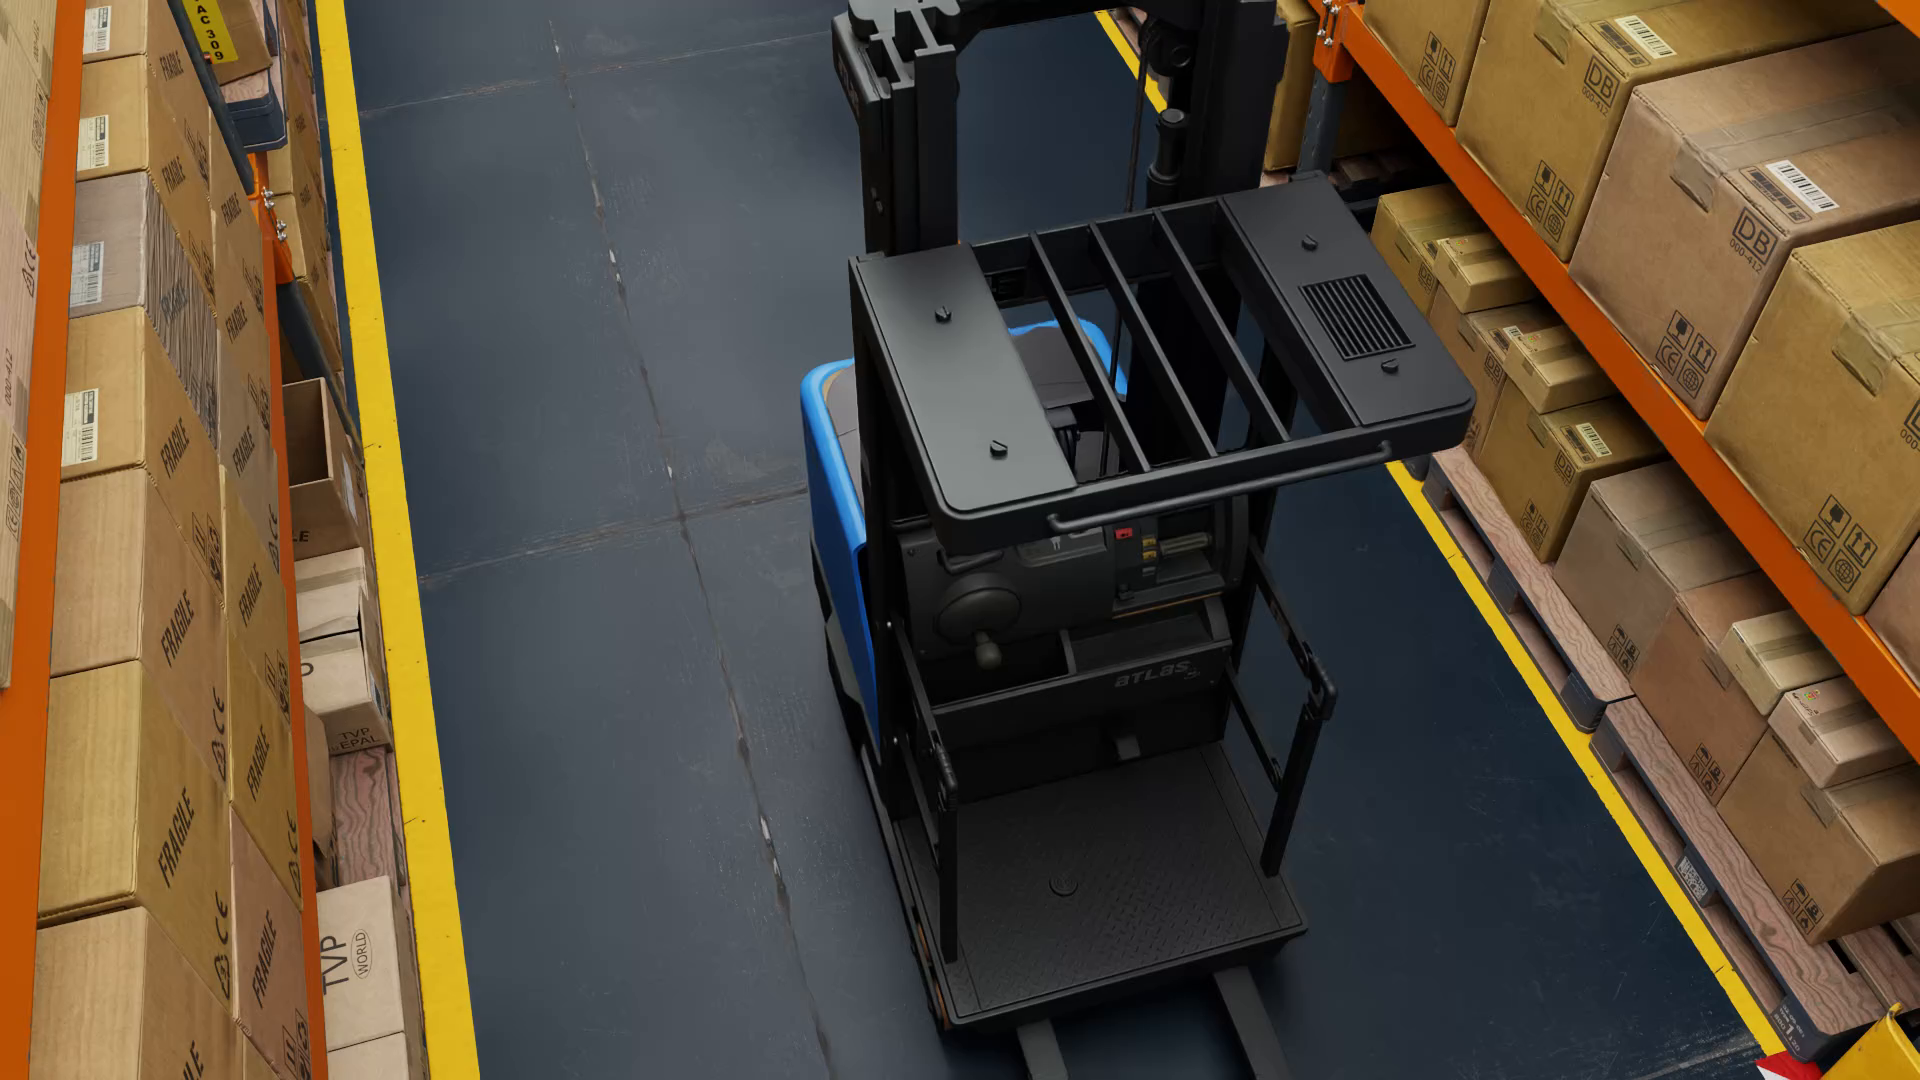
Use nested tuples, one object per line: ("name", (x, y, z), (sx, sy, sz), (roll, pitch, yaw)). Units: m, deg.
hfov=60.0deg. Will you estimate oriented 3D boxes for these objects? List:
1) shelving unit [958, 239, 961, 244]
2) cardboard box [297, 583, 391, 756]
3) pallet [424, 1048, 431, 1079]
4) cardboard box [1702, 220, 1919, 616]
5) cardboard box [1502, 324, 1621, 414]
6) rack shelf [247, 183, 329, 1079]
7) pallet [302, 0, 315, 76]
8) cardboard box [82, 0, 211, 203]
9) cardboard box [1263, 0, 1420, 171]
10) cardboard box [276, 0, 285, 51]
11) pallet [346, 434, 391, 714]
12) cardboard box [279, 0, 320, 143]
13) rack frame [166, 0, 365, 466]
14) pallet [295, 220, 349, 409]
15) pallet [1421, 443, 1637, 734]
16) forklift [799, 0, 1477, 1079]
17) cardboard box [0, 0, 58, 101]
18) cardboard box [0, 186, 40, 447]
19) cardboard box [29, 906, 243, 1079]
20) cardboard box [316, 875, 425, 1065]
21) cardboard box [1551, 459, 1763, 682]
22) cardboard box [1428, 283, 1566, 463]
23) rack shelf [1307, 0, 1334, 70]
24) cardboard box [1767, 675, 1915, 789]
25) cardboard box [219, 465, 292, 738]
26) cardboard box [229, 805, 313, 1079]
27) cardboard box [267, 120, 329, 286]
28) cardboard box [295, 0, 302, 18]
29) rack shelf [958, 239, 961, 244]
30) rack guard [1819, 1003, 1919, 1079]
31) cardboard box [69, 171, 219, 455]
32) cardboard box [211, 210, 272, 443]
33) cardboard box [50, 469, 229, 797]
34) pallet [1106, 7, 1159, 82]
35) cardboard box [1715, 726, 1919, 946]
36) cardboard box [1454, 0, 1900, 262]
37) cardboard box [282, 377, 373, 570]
("shelving unit", (-0.069, -0.584, 5.957), (0.258, 1.200, 0.503), (-12, 51, -10))
("cardboard box", (-2.159, 0.435, 5.392), (0.500, 0.311, 0.500), (-13, 51, -11))
("pallet", (-1.897, 1.994, 4.431), (1.003, 0.211, 1.213), (-13, 51, -11))
("cardboard box", (2.707, -0.386, 4.418), (0.980, 0.700, 0.700), (-14, 51, -11))
("cardboard box", (2.115, -0.609, 5.737), (0.380, 0.149, 0.250), (-15, 51, -12))
("rack shelf", (-2.229, 0.503, 4.334), (1.077, 0.370, 4.000), (-13, 51, -11))
("pallet", (-3.819, -2.658, 8.353), (1.003, 0.211, 1.213), (-13, 51, -11))
("cardboard box", (-2.424, -1.233, 4.608), (0.500, 0.500, 0.500), (-13, 51, -11))
("cardboard box", (1.594, -2.200, 7.274), (0.750, 0.750, 0.750), (-13, 51, -11))
("cardboard box", (-3.175, -2.272, 7.060), (0.500, 0.250, 0.500), (-14, 51, -12))
("pallet", (-2.618, 0.211, 5.934), (1.003, 0.211, 1.213), (-13, 51, -11))
("cardboard box", (-3.189, -2.057, 7.369), (0.500, 0.500, 0.500), (-15, 52, -12))
("rack frame", (-2.821, -1.189, 5.291), (1.000, 3.000, 0.127), (-13, 51, -11))
("pallet", (-3.097, -0.876, 6.850), (1.003, 0.211, 1.213), (-13, 51, -11))
("pallet", (2.425, 0.053, 6.068), (1.003, 0.211, 1.213), (-13, 51, -11))
("forklift", (0.369, 0.178, 4.183), (1.130, 2.935, 3.031), (-12, 51, -10))
("cardboard box", (-2.129, -1.082, 3.336), (0.500, 0.250, 0.500), (-13, 51, -11))
("cardboard box", (-1.832, -0.352, 2.721), (0.500, 0.250, 0.500), (-13, 51, -11))
("cardboard box", (-1.517, 0.994, 2.731), (0.500, 0.500, 0.500), (-12, 51, -10))
("cardboard box", (-1.823, 1.285, 4.715), (0.500, 0.250, 0.500), (-13, 51, -11))
("cardboard box", (2.493, 0.059, 5.599), (0.700, 0.500, 0.500), (-15, 51, -12))
("cardboard box", (2.179, -0.705, 6.242), (0.700, 0.500, 0.500), (-14, 51, -11))
("rack shelf", (1.319, -3.541, 7.744), (1.077, 0.370, 4.000), (-13, 51, -11))
("cardboard box", (2.579, 0.530, 4.778), (0.380, 0.149, 0.250), (-14, 51, -11))
("cardboard box", (-1.967, 0.208, 4.047), (0.500, 0.500, 0.500), (-13, 51, -10))
("cardboard box", (-1.675, 0.941, 3.430), (0.500, 0.500, 0.500), (-14, 51, -11))
("cardboard box", (-2.899, -1.321, 6.749), (0.500, 0.500, 0.500), (-13, 51, -10))
("cardboard box", (-3.503, -2.817, 8.010), (0.500, 0.500, 0.500), (-12, 51, -10))
("rack shelf", (-0.069, -0.837, 5.657), (0.258, 0.148, 0.480), (-12, 51, -10))
("rack guard", (3.100, 1.433, 4.715), (1.175, 0.500, 0.348), (-13, 51, -11))
("cardboard box", (-2.121, -0.491, 3.983), (0.500, 0.500, 0.500), (-13, 51, -11))
("cardboard box", (-2.274, -0.538, 4.676), (0.500, 0.500, 0.500), (-12, 51, -10))
("cardboard box", (-1.822, 0.247, 3.360), (0.500, 0.500, 0.500), (-13, 51, -10))
("pallet", (1.246, -2.852, 8.517), (1.003, 0.211, 1.213), (-13, 51, -11))
("cardboard box", (2.791, 0.791, 4.981), (0.700, 0.500, 0.500), (-13, 51, -11))
("cardboard box", (2.266, -1.474, 5.335), (0.980, 0.700, 0.700), (-14, 51, -12))
("cardboard box", (-2.381, -0.173, 5.781), (0.500, 0.500, 0.500), (-13, 51, -11))
